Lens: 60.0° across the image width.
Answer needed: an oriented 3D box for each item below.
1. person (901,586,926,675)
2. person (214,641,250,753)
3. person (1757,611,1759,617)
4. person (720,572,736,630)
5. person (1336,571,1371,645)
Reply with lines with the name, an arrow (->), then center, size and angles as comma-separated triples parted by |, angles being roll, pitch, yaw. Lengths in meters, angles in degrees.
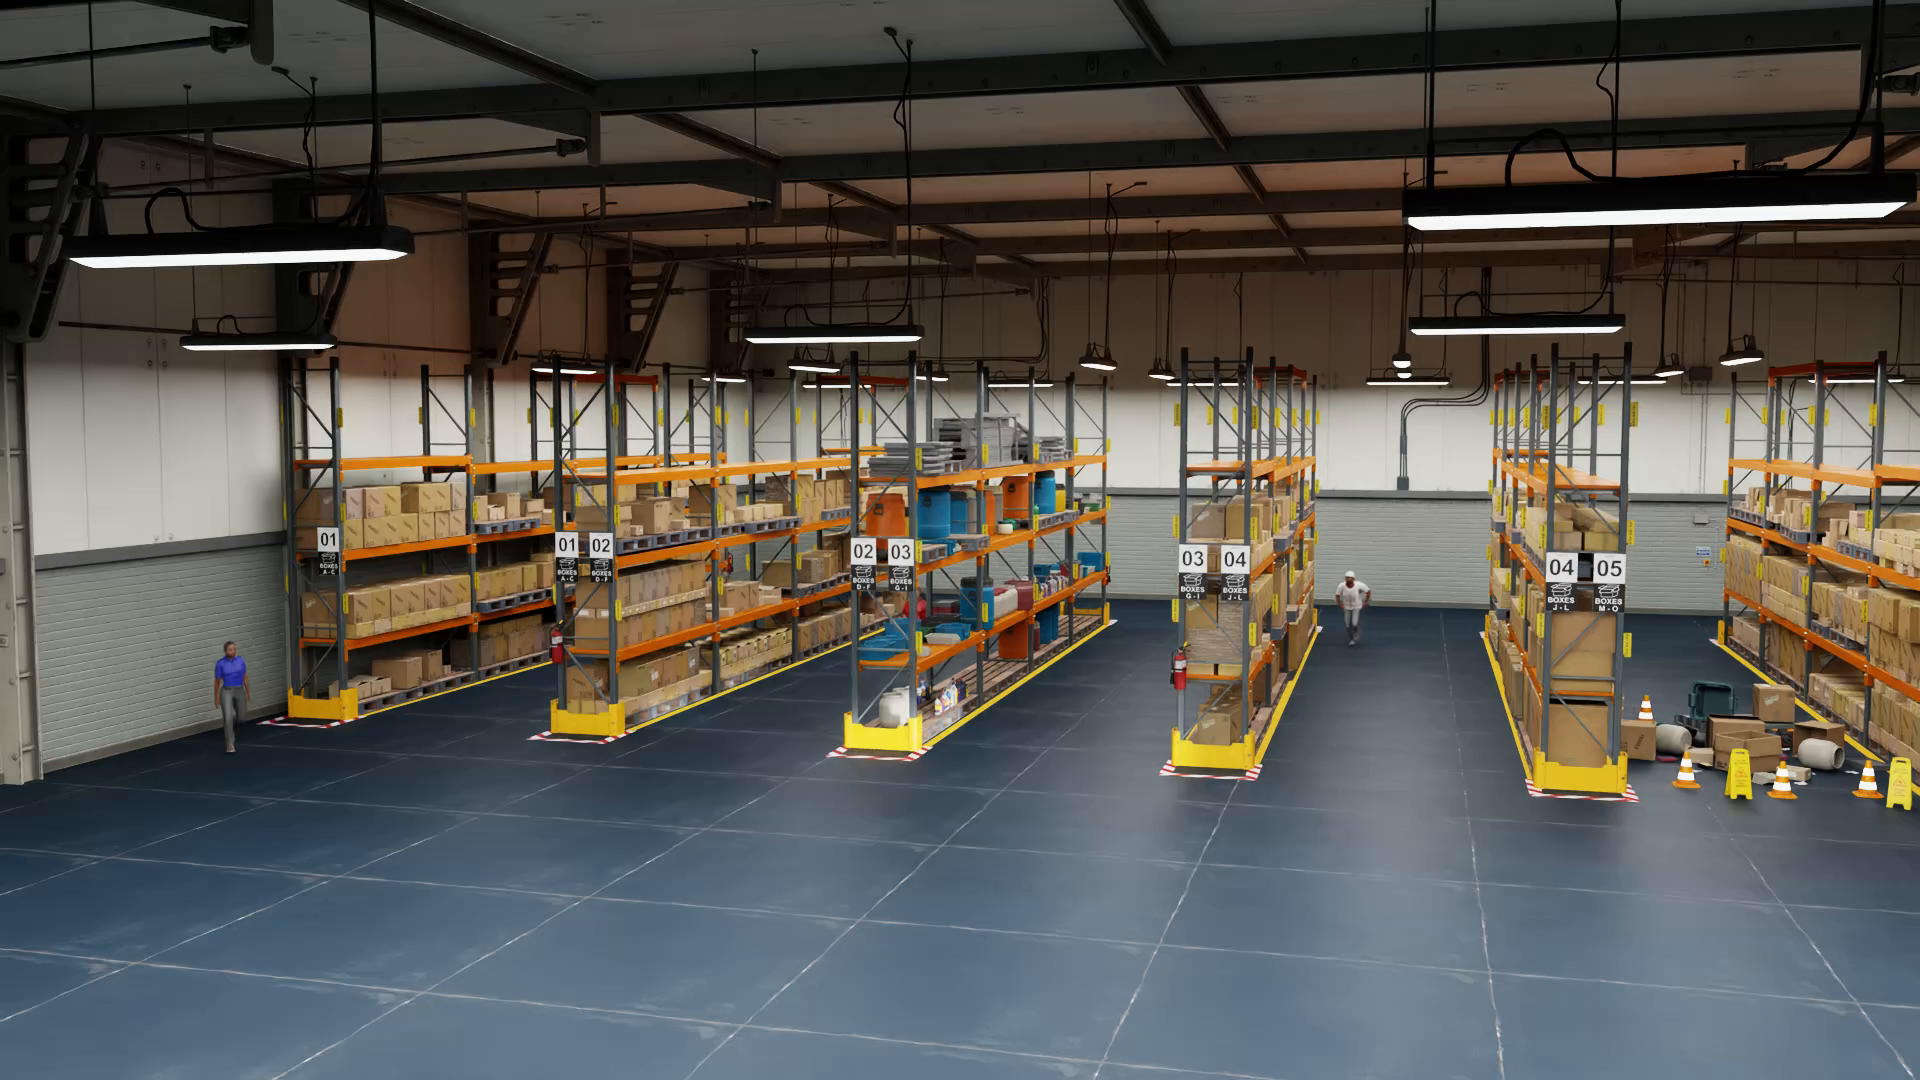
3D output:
person -> -0.866, 1.657, 30.928 | 0.576, 1.591, 1.015 | 3, 5, 31
person -> -10.990, 2.332, 25.082 | 0.512, 1.635, 0.771 | -4, 5, -40
person -> 19.582, 1.160, 40.360 | 0.929, 1.757, 0.540 | 0, 4, -6
person -> -5.166, 1.479, 37.165 | 0.582, 1.602, 0.703 | 2, 5, 24
person -> 8.628, 1.491, 36.508 | 0.747, 1.666, 0.699 | 2, 5, 24
